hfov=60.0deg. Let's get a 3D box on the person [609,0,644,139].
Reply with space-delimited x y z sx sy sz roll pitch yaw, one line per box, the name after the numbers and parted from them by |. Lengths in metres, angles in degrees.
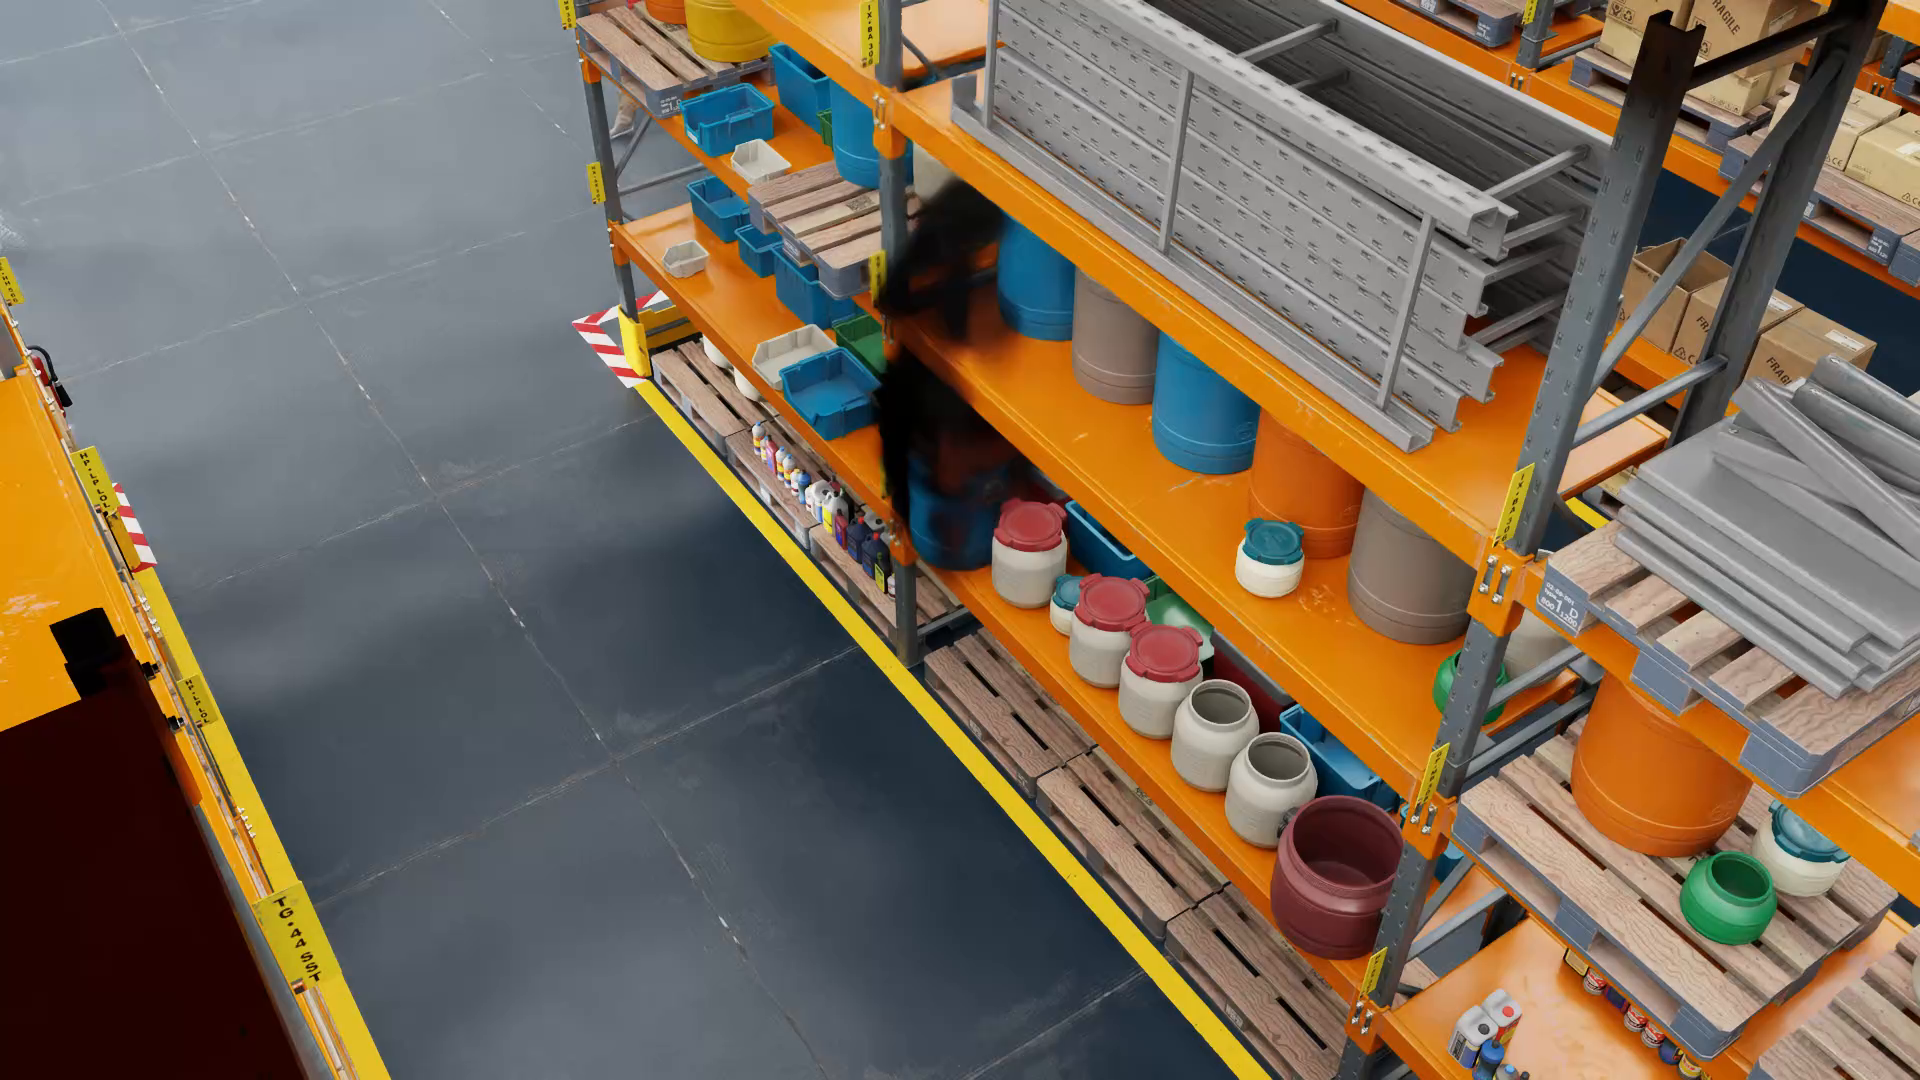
-2.875 -4.498 15.418 1.120 1.736 0.632 -8 43 -8 | person
